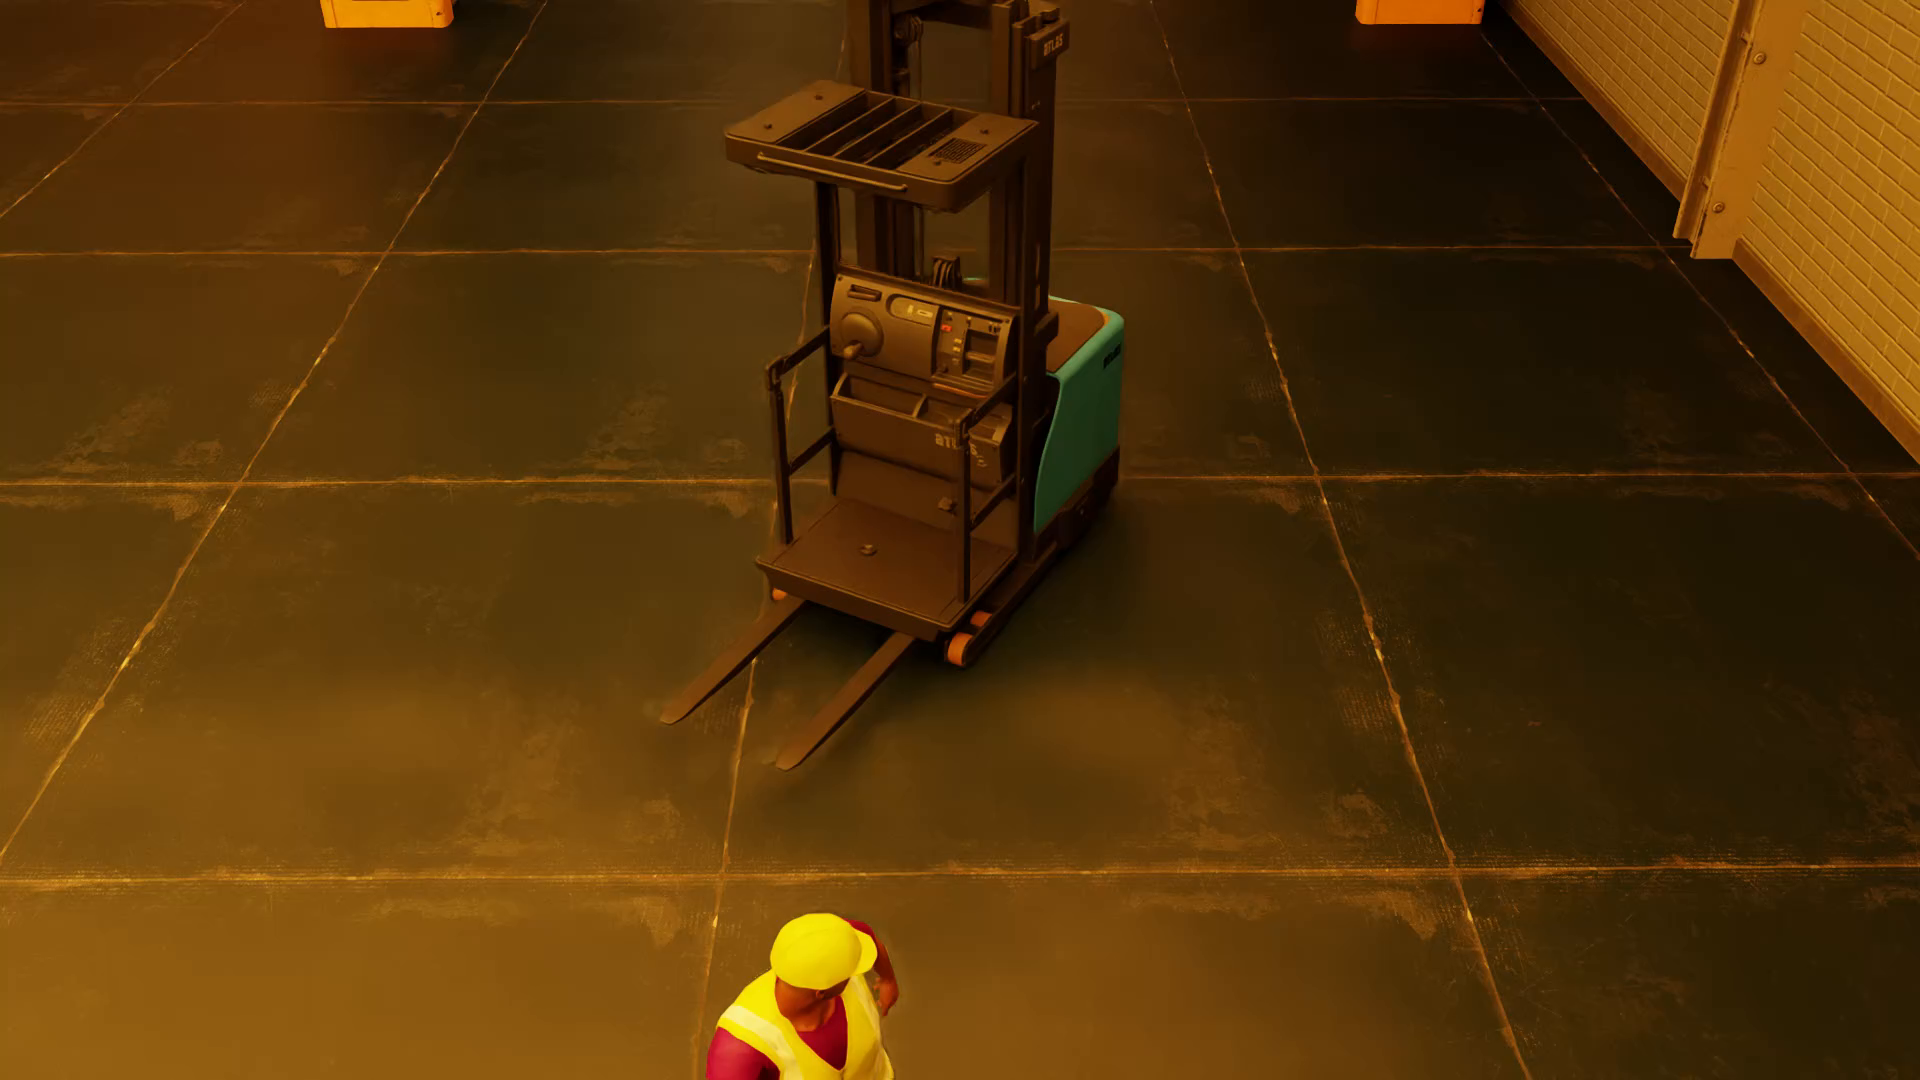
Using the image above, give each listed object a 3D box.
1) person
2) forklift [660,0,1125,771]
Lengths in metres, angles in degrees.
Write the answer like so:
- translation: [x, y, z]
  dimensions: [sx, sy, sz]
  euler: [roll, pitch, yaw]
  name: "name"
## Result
- translation: [-0.390, 1.691, 4.884]
  dimensions: [0.753, 1.714, 0.753]
  euler: [-16, 38, -22]
  name: "person"
- translation: [-0.288, -0.897, 7.505]
  dimensions: [1.130, 2.935, 3.031]
  euler: [17, 38, 23]
  name: "forklift"
